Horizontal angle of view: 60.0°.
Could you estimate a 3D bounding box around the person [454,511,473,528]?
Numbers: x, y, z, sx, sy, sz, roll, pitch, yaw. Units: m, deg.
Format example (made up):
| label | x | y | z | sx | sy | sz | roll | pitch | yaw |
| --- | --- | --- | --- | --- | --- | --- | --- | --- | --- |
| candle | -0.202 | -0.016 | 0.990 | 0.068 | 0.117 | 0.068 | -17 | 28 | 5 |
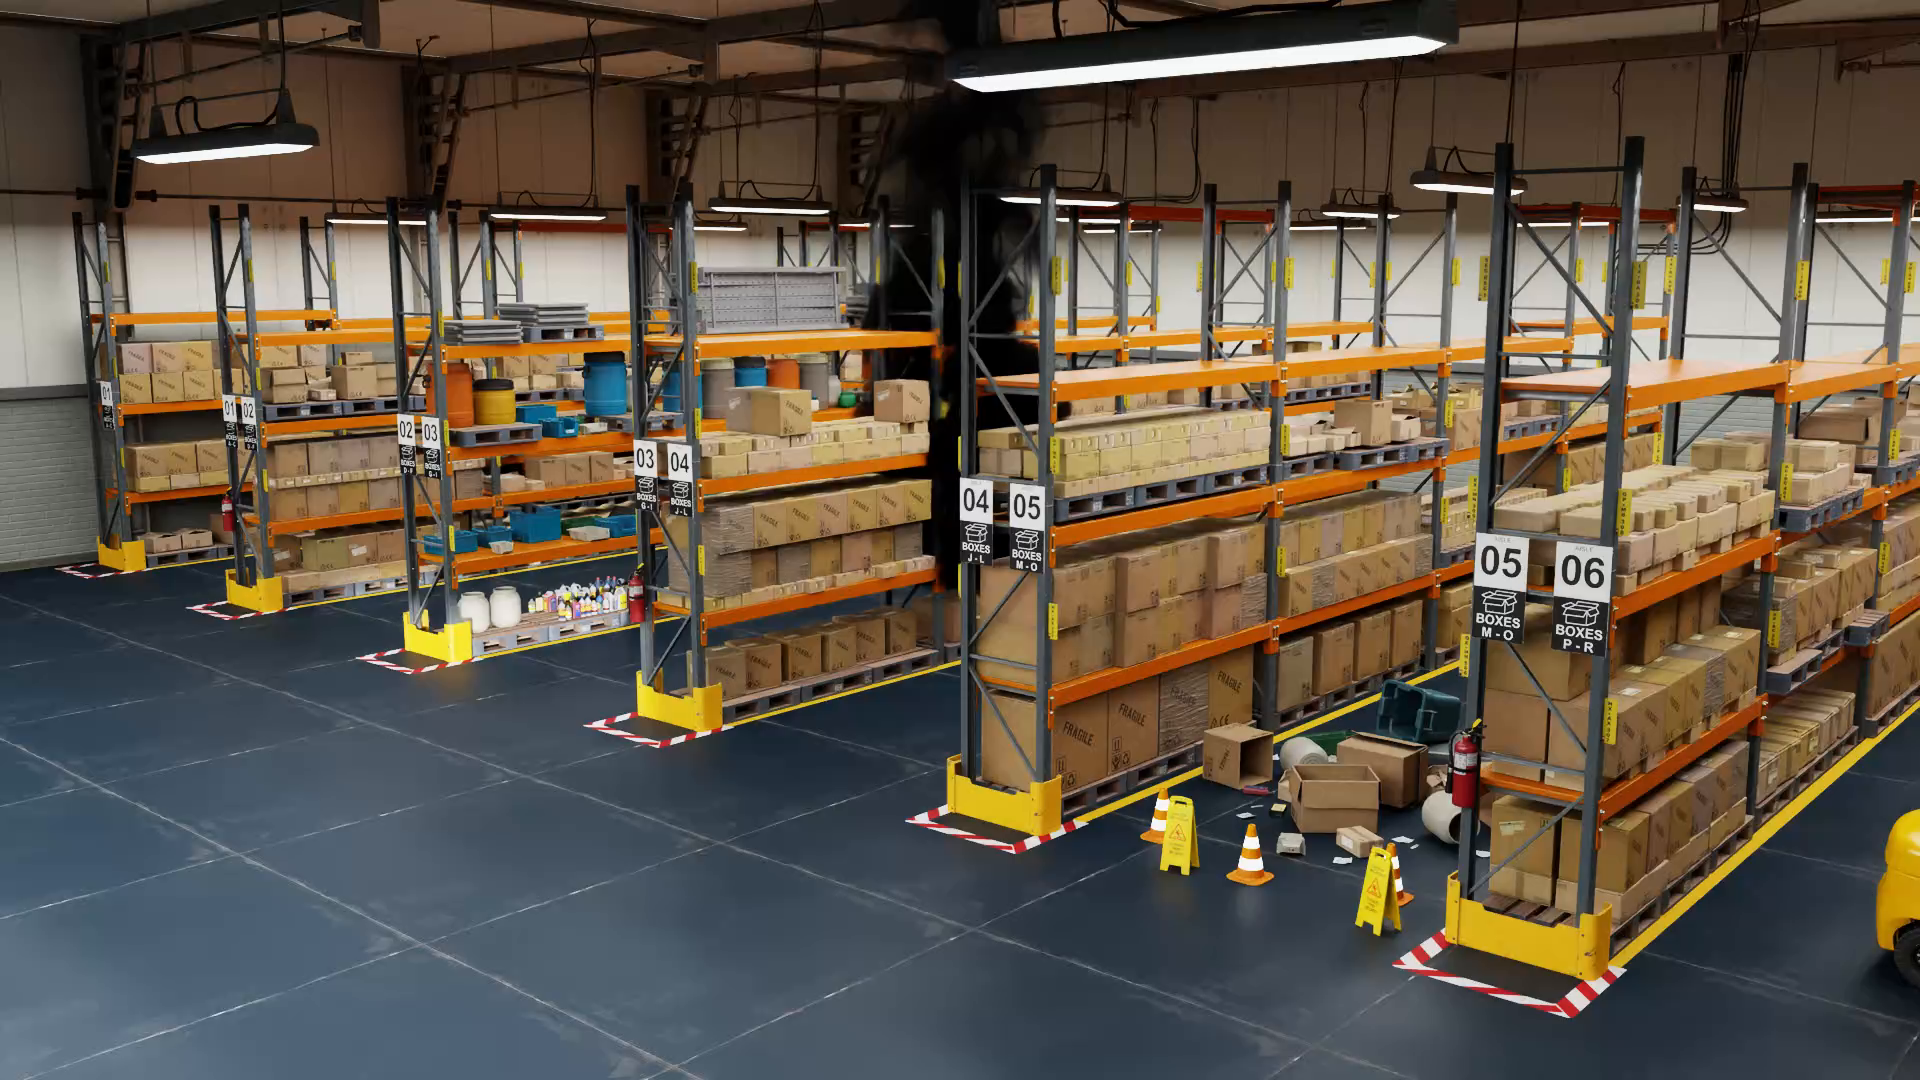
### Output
| label | x | y | z | sx | sy | sz | roll | pitch | yaw |
| --- | --- | --- | --- | --- | --- | --- | --- | --- | --- |
| person | -9.034 | -0.646 | 29.989 | 0.569 | 1.647 | 0.963 | 7 | 12 | 37 |
